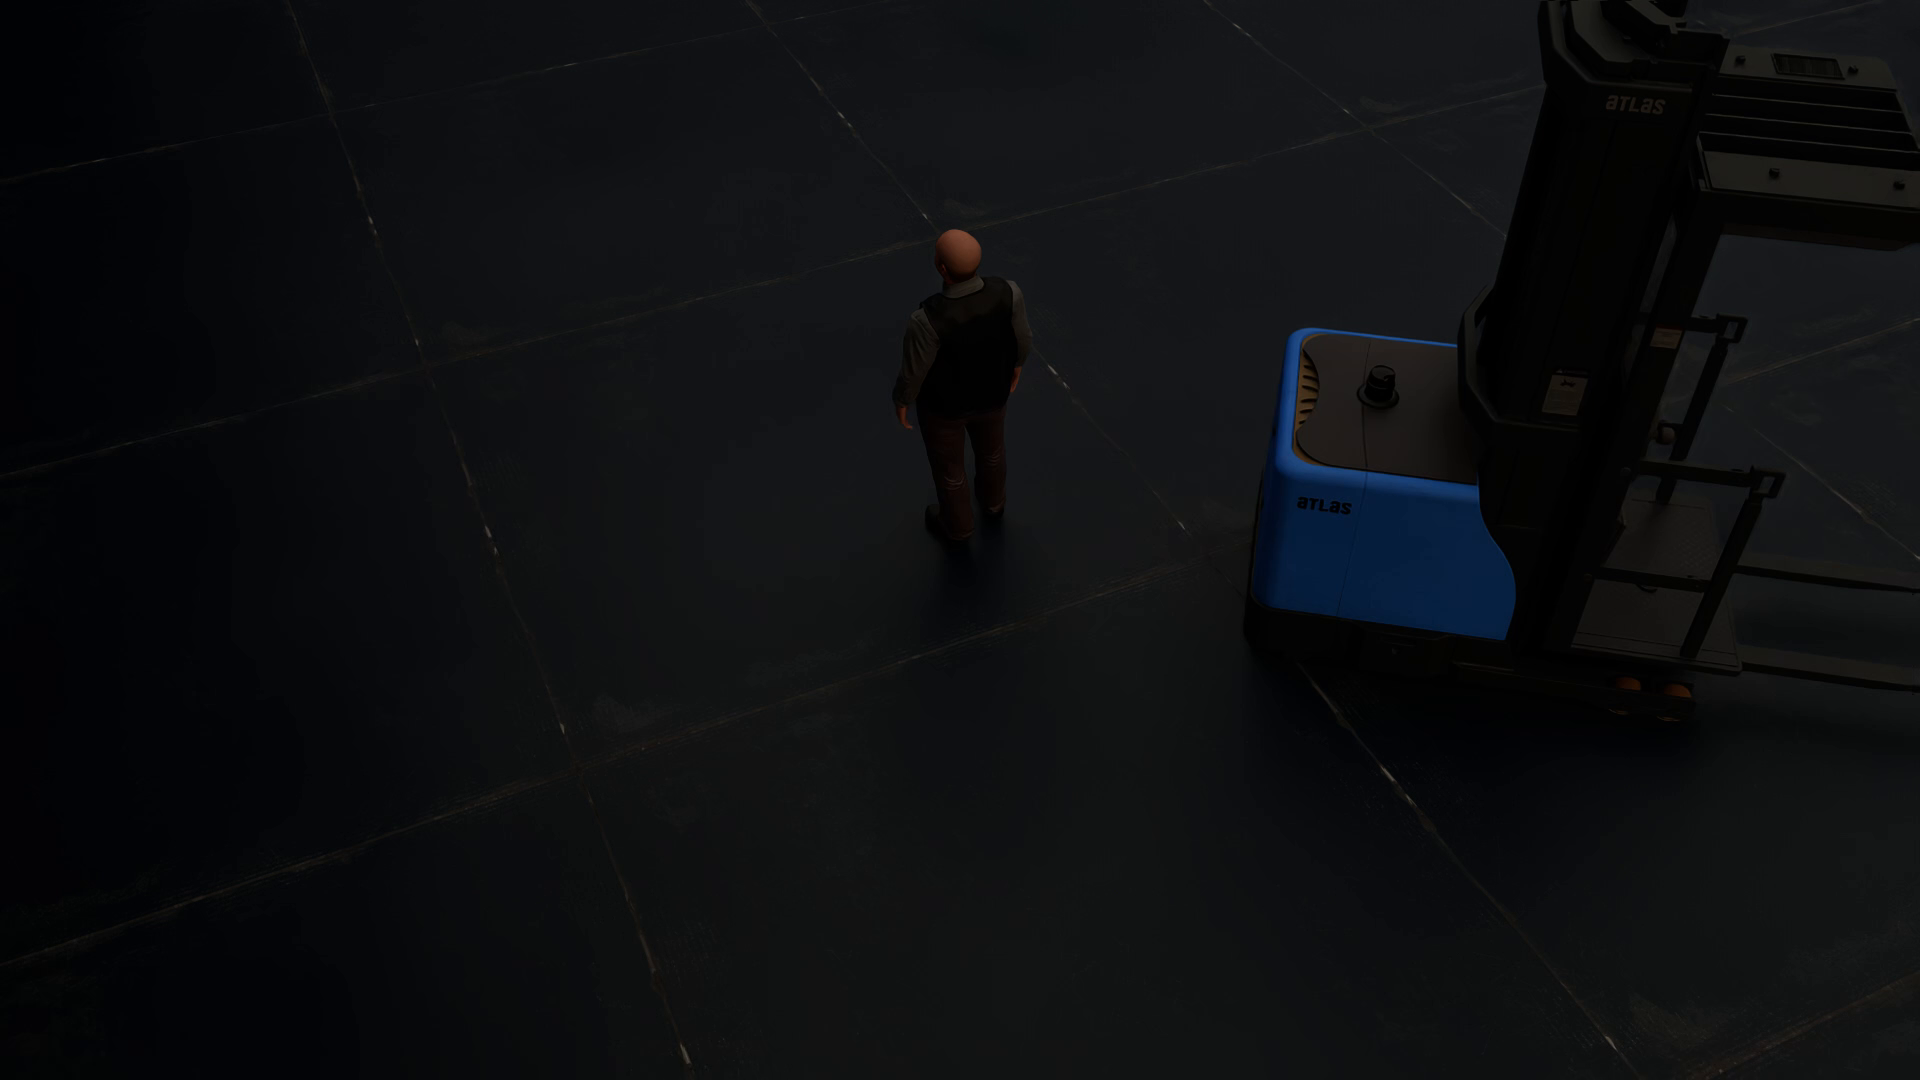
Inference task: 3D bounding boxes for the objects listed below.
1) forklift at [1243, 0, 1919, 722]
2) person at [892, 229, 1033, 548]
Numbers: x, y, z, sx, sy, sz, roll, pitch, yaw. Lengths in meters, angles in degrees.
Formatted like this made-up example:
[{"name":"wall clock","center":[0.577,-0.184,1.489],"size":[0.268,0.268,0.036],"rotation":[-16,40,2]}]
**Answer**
[{"name":"forklift","center":[2.813,-0.704,6.434],"size":[3.031,2.935,1.130],"rotation":[8,44,8]},{"name":"person","center":[-0.019,-0.675,7.279],"size":[0.632,1.720,0.568],"rotation":[-18,46,-18]}]
